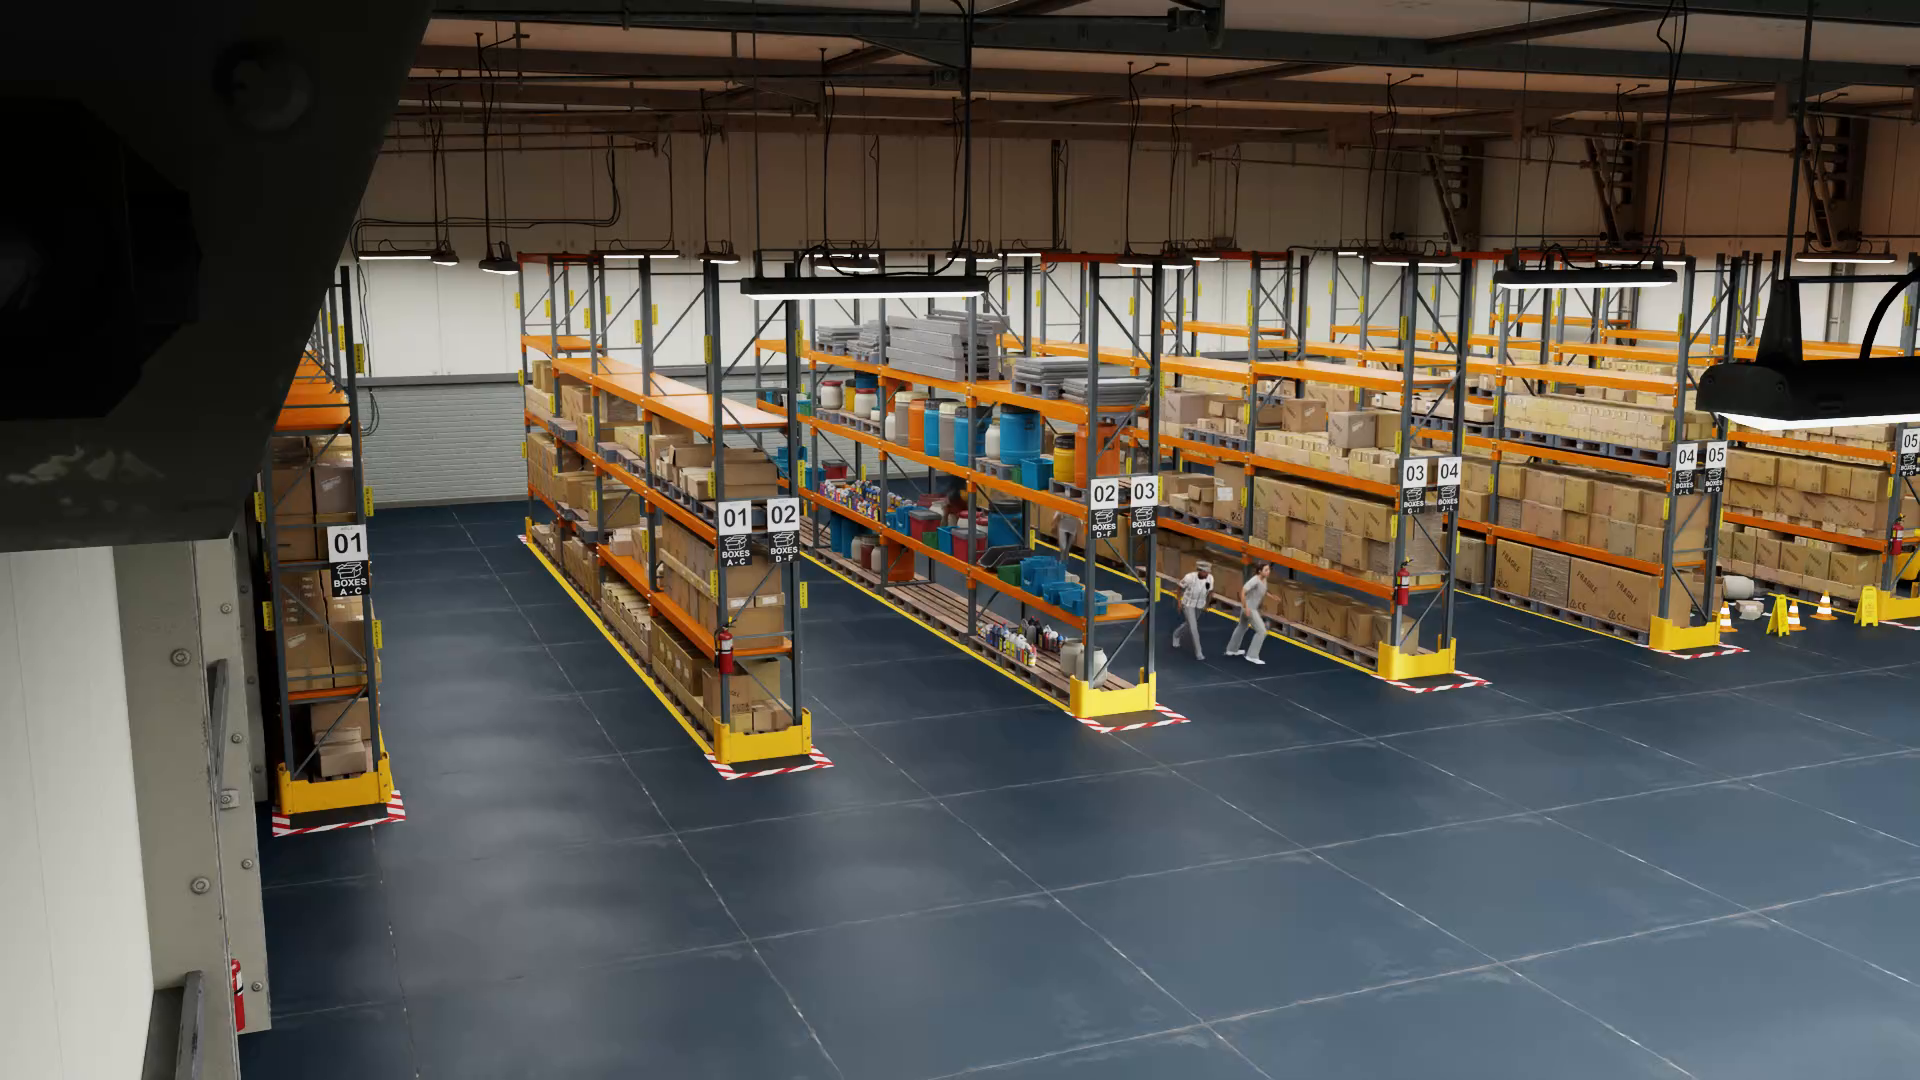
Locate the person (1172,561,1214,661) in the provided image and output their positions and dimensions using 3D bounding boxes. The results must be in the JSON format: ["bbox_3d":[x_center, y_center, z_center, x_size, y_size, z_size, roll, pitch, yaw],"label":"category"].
[{"bbox_3d":[3.514,0.999,25.343,0.580,1.518,1.029,-3,11,-14],"label":"person"}]

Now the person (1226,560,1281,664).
[{"bbox_3d":[4.391,1.061,24.955,0.837,1.603,0.647,4,11,20],"label":"person"}]

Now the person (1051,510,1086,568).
[{"bbox_3d":[1.947,-0.129,29.908,0.528,1.529,0.725,-2,11,-12],"label":"person"}]
